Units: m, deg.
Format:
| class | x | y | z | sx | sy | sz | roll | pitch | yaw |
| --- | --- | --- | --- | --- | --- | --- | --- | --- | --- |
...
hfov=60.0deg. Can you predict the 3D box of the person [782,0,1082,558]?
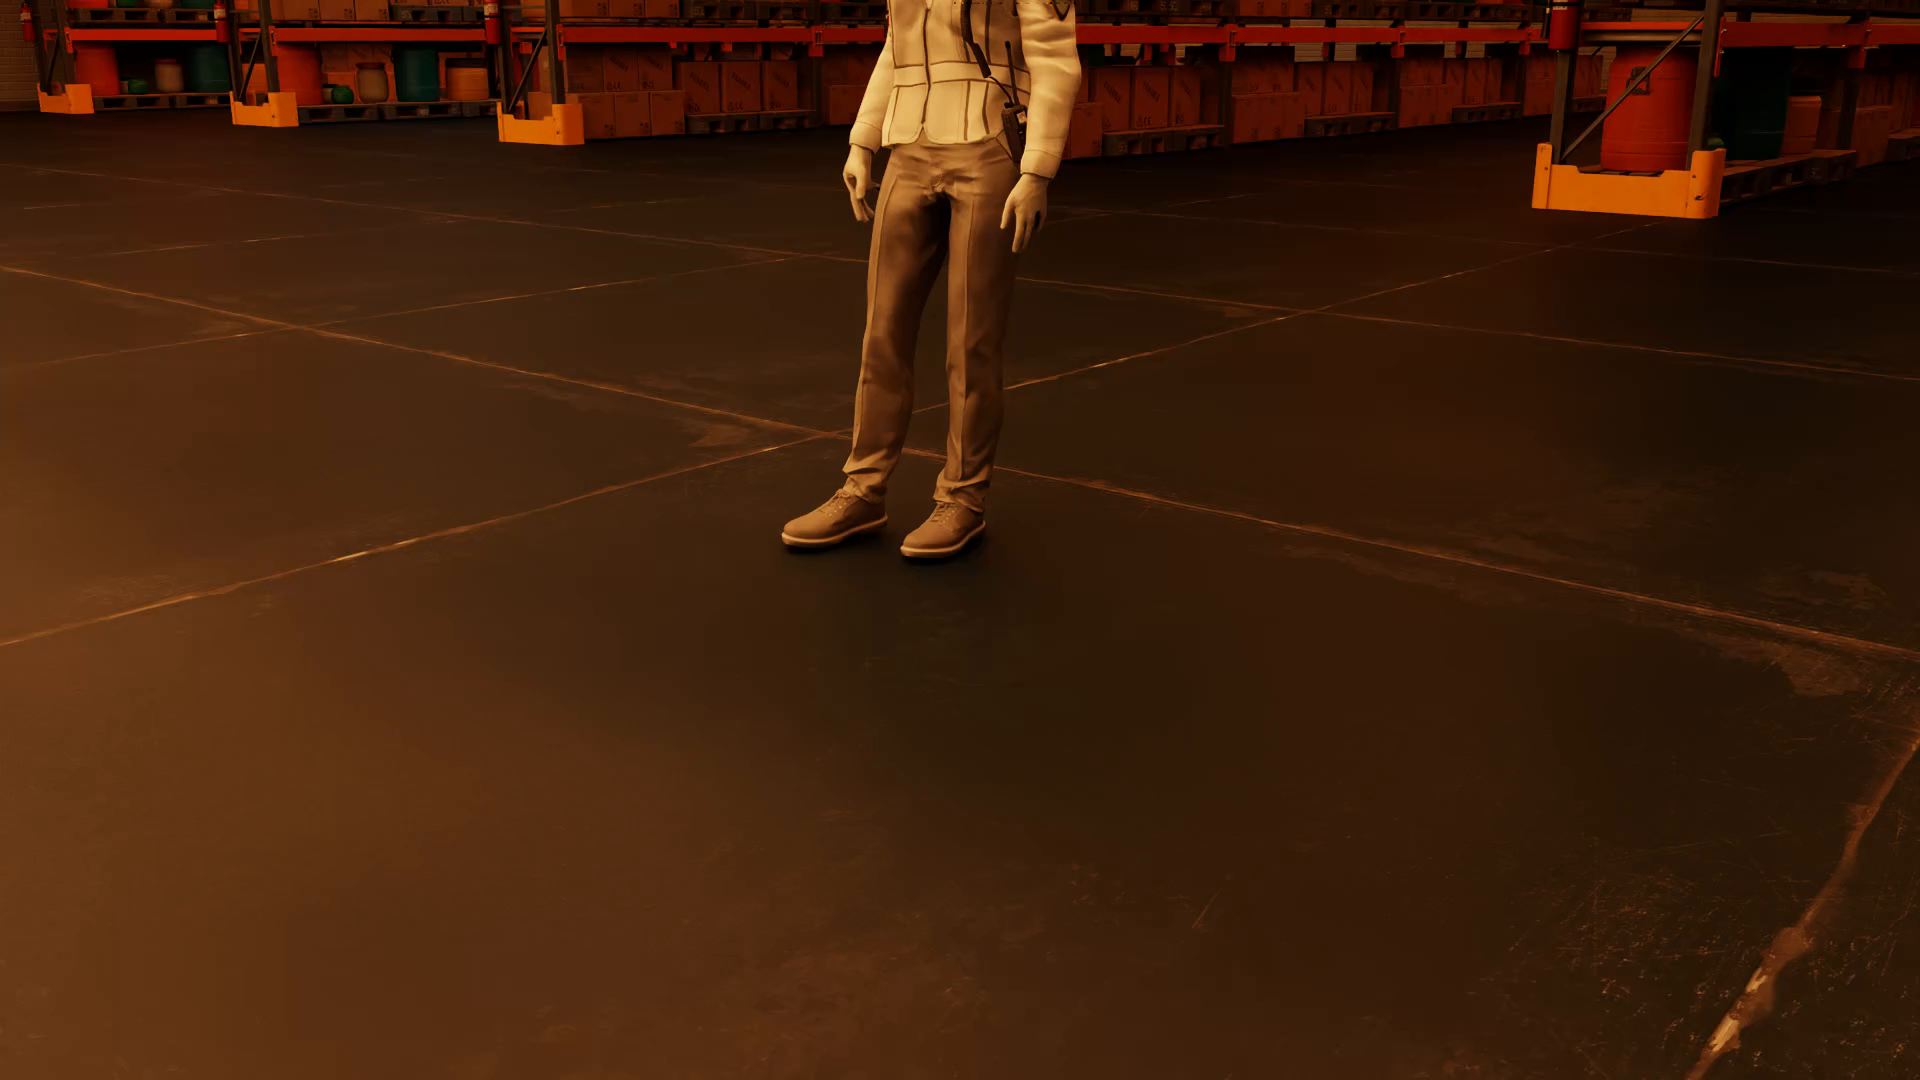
| class | x | y | z | sx | sy | sz | roll | pitch | yaw |
| --- | --- | --- | --- | --- | --- | --- | --- | --- | --- |
| person | -0.048 | -0.804 | 3.648 | 0.588 | 1.696 | 0.533 | 13 | 21 | 37 |
